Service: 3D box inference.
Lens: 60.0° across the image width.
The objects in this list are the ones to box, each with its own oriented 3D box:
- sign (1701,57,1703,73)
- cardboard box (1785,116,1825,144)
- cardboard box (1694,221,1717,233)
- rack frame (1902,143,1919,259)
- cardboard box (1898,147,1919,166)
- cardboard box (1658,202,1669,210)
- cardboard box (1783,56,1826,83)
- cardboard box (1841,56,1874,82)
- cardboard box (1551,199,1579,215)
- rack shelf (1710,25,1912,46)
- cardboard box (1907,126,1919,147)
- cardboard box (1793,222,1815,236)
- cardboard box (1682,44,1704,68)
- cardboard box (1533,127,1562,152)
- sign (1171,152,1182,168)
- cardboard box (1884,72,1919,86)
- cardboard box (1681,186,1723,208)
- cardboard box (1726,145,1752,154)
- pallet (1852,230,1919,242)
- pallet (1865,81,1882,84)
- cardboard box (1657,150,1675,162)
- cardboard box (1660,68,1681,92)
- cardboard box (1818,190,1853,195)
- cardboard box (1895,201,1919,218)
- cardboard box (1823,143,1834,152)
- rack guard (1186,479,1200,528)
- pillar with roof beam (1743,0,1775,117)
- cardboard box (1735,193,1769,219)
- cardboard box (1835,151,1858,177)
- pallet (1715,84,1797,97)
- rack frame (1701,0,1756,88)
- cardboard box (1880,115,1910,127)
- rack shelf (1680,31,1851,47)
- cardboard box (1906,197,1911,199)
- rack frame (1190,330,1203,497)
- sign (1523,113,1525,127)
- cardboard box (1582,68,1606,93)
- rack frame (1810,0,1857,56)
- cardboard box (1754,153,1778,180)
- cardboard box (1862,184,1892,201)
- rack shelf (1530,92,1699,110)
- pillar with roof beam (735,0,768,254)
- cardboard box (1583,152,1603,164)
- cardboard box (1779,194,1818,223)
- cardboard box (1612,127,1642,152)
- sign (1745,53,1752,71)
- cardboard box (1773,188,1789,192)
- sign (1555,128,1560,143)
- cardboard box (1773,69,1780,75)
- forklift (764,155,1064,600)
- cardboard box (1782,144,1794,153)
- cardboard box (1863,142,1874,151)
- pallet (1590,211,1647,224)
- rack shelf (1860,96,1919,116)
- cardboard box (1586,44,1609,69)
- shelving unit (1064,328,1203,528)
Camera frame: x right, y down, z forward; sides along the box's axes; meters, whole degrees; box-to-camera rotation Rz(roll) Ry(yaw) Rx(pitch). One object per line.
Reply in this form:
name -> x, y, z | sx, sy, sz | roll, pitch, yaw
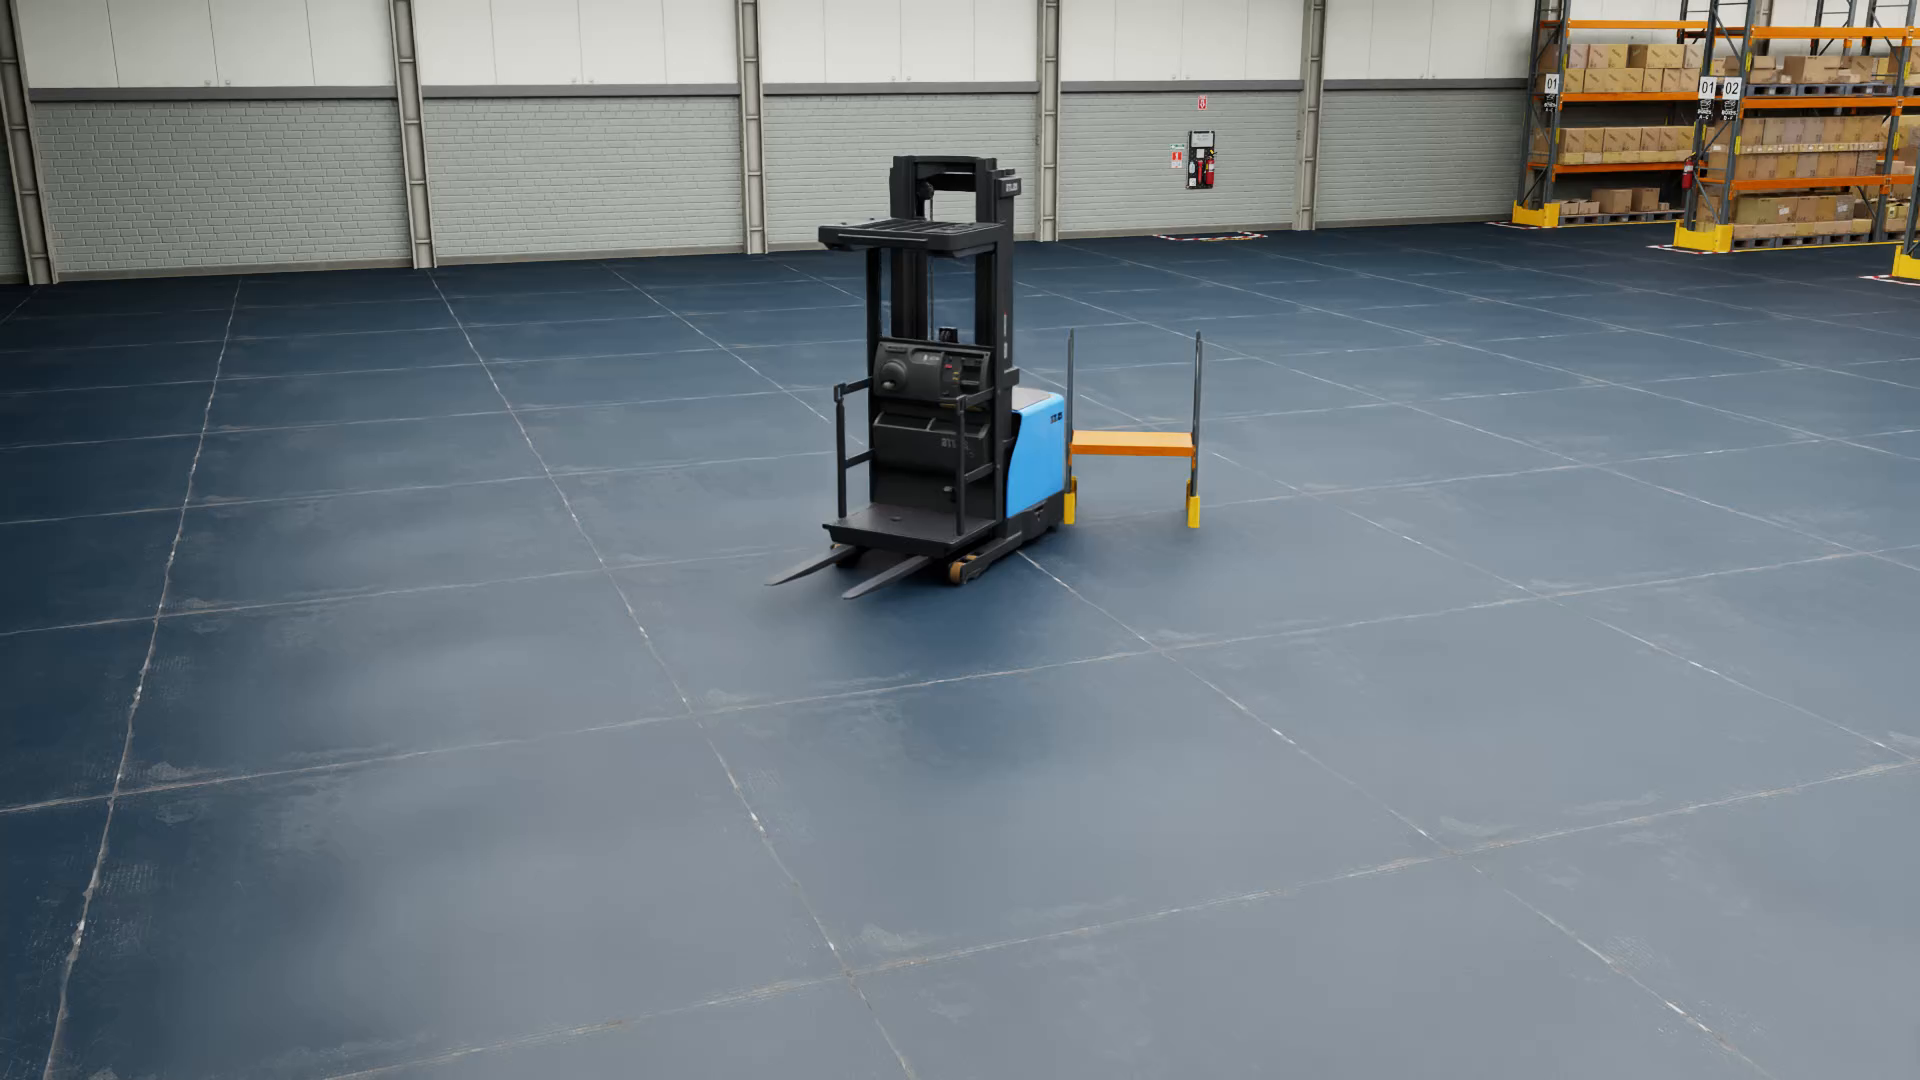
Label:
sign -> 14.195, -9.059, 31.740 | 0.005, 0.325, 0.100 | -6, 17, -20
cardboard box -> 16.293, -7.964, 32.287 | 0.500, 0.500, 0.700 | -6, 17, -20
cardboard box -> 14.771, -6.103, 32.562 | 0.500, 0.250, 0.500 | -6, 17, -20
rack frame -> 16.145, -5.785, 27.346 | 0.127, 3.000, 1.000 | -6, 17, -20
cardboard box -> 19.326, -7.666, 33.574 | 0.500, 0.500, 0.500 | -5, 17, -16
cardboard box -> 15.846, -7.585, 37.722 | 0.250, 0.166, 0.380 | -9, 18, -27
cardboard box -> 16.024, -8.940, 31.595 | 0.500, 0.500, 0.500 | -6, 17, -20
cardboard box -> 17.546, -9.266, 32.706 | 0.500, 0.500, 0.500 | -5, 17, -16
cardboard box -> 13.278, -7.359, 36.696 | 0.500, 0.311, 0.500 | -8, 18, -26
rack shelf -> 16.243, -9.632, 31.784 | 4.000, 0.370, 1.077 | -6, 17, -20
cardboard box -> 22.519, -9.587, 39.550 | 0.500, 0.500, 0.500 | -6, 17, -20
cardboard box -> 16.357, -6.117, 32.612 | 0.500, 0.250, 0.500 | -6, 17, -20
cardboard box -> 15.964, -10.650, 36.600 | 0.500, 0.500, 0.500 | -8, 18, -25
cardboard box -> 12.964, -8.793, 36.487 | 0.500, 0.500, 0.500 | -6, 18, -21
sign -> 4.467, -7.834, 34.261 | 0.234, 0.329, 0.001 | -6, 17, -20
cardboard box -> 18.690, -9.120, 32.901 | 0.500, 0.250, 0.500 | -4, 17, -14
cardboard box -> 17.016, -7.885, 38.153 | 0.500, 0.500, 0.700 | -6, 17, -18
cardboard box -> 14.819, -7.431, 31.621 | 0.250, 0.149, 0.380 | -6, 18, -20
pallet -> 18.785, -6.239, 33.839 | 1.213, 0.211, 1.003 | -6, 17, -20
pallet -> 20.652, -10.626, 38.841 | 1.003, 0.211, 1.213 | -5, 17, -18
cardboard box -> 15.533, -8.557, 37.016 | 0.500, 0.250, 0.500 | -6, 17, -20
cardboard box -> 15.475, -10.128, 36.599 | 0.500, 0.500, 0.500 | -8, 18, -25
cardboard box -> 17.566, -6.770, 33.502 | 0.500, 0.500, 0.500 | -6, 17, -20
cardboard box -> 19.055, -6.668, 33.493 | 0.500, 0.311, 0.500 | -6, 18, -21
cardboard box -> 16.747, -7.640, 32.333 | 0.250, 0.149, 0.380 | -6, 17, -18
rack guard -> 1.897, -0.302, 13.553 | 0.087, 0.250, 0.587 | 2, 16, 5
pillar with roof beam -> 20.087, -11.041, 34.595 | 0.400, 9.000, 9.100 | -6, 17, -20
cardboard box -> 15.699, -6.568, 32.815 | 0.500, 0.500, 0.500 | -6, 17, -20
cardboard box -> 17.209, -7.439, 32.799 | 0.500, 0.500, 0.700 | -6, 18, -21
pallet -> 15.045, -8.550, 31.594 | 1.213, 0.211, 1.003 | -6, 17, -20
rack frame -> 14.376, -9.967, 30.940 | 0.127, 3.000, 1.000 | -6, 17, -20
cardboard box -> 22.028, -9.895, 39.270 | 0.500, 0.250, 0.500 | -7, 18, -21
rack shelf -> 18.202, -11.338, 37.594 | 4.000, 0.370, 1.077 | -6, 17, -20
cardboard box -> 19.808, -6.913, 34.326 | 0.500, 0.311, 0.500 | -6, 18, -21
rack frame -> 1.898, -0.901, 13.377 | 0.032, 1.500, 0.500 | 2, 16, 5
sign -> 12.420, -9.247, 36.519 | 0.005, 0.325, 0.100 | -6, 17, -20
cardboard box -> 13.516, -9.901, 35.826 | 0.500, 0.500, 0.500 | -5, 17, -16
rack frame -> 20.070, -12.077, 38.123 | 0.127, 3.000, 1.000 | -6, 17, -20
cardboard box -> 15.305, -7.235, 32.104 | 0.500, 0.500, 0.700 | -6, 17, -19
cardboard box -> 21.624, -8.495, 39.642 | 0.750, 0.750, 0.750 | -6, 17, -20
rack shelf -> 14.467, -9.687, 36.587 | 4.000, 0.370, 1.077 | -6, 17, -20
pillar with roof beam -> -2.324, -8.621, 26.355 | 0.400, 9.000, 9.100 | -6, 17, -20
cardboard box -> 13.649, -8.351, 36.315 | 0.500, 0.250, 0.500 | -7, 18, -22
cardboard box -> 16.358, -6.477, 32.505 | 0.500, 0.500, 0.500 | -6, 17, -20
cardboard box -> 14.581, -8.811, 36.550 | 0.500, 0.500, 0.500 | -6, 17, -18
sign -> 14.569, -8.839, 30.729 | 0.005, 0.325, 0.100 | -6, 17, -20
cardboard box -> 18.894, -8.102, 38.892 | 0.500, 0.500, 0.700 | -6, 17, -20
sign -> 12.794, -8.664, 35.614 | 0.005, 0.325, 0.100 | -6, 17, -20
cardboard box -> 15.357, -8.910, 31.936 | 0.500, 0.250, 0.500 | -6, 17, -20
forklift -> -0.307, -1.229, 11.951 | 1.130, 2.935, 3.031 | 9, 18, 27
cardboard box -> 15.783, -7.535, 31.977 | 0.250, 0.149, 0.380 | -7, 18, -22
cardboard box -> 17.702, -7.743, 32.685 | 0.250, 0.149, 0.380 | -7, 18, -21
pallet -> 14.579, -7.256, 37.304 | 1.213, 0.211, 1.003 | -6, 17, -20
rack shelf -> 19.979, -8.788, 33.524 | 4.000, 0.370, 1.077 | -6, 17, -20
cardboard box -> 13.533, -10.380, 35.683 | 0.500, 0.500, 0.500 | -6, 18, -21
shelving unit -> 1.401, -0.915, 13.424 | 1.083, 1.500, 0.587 | 2, 16, 5
